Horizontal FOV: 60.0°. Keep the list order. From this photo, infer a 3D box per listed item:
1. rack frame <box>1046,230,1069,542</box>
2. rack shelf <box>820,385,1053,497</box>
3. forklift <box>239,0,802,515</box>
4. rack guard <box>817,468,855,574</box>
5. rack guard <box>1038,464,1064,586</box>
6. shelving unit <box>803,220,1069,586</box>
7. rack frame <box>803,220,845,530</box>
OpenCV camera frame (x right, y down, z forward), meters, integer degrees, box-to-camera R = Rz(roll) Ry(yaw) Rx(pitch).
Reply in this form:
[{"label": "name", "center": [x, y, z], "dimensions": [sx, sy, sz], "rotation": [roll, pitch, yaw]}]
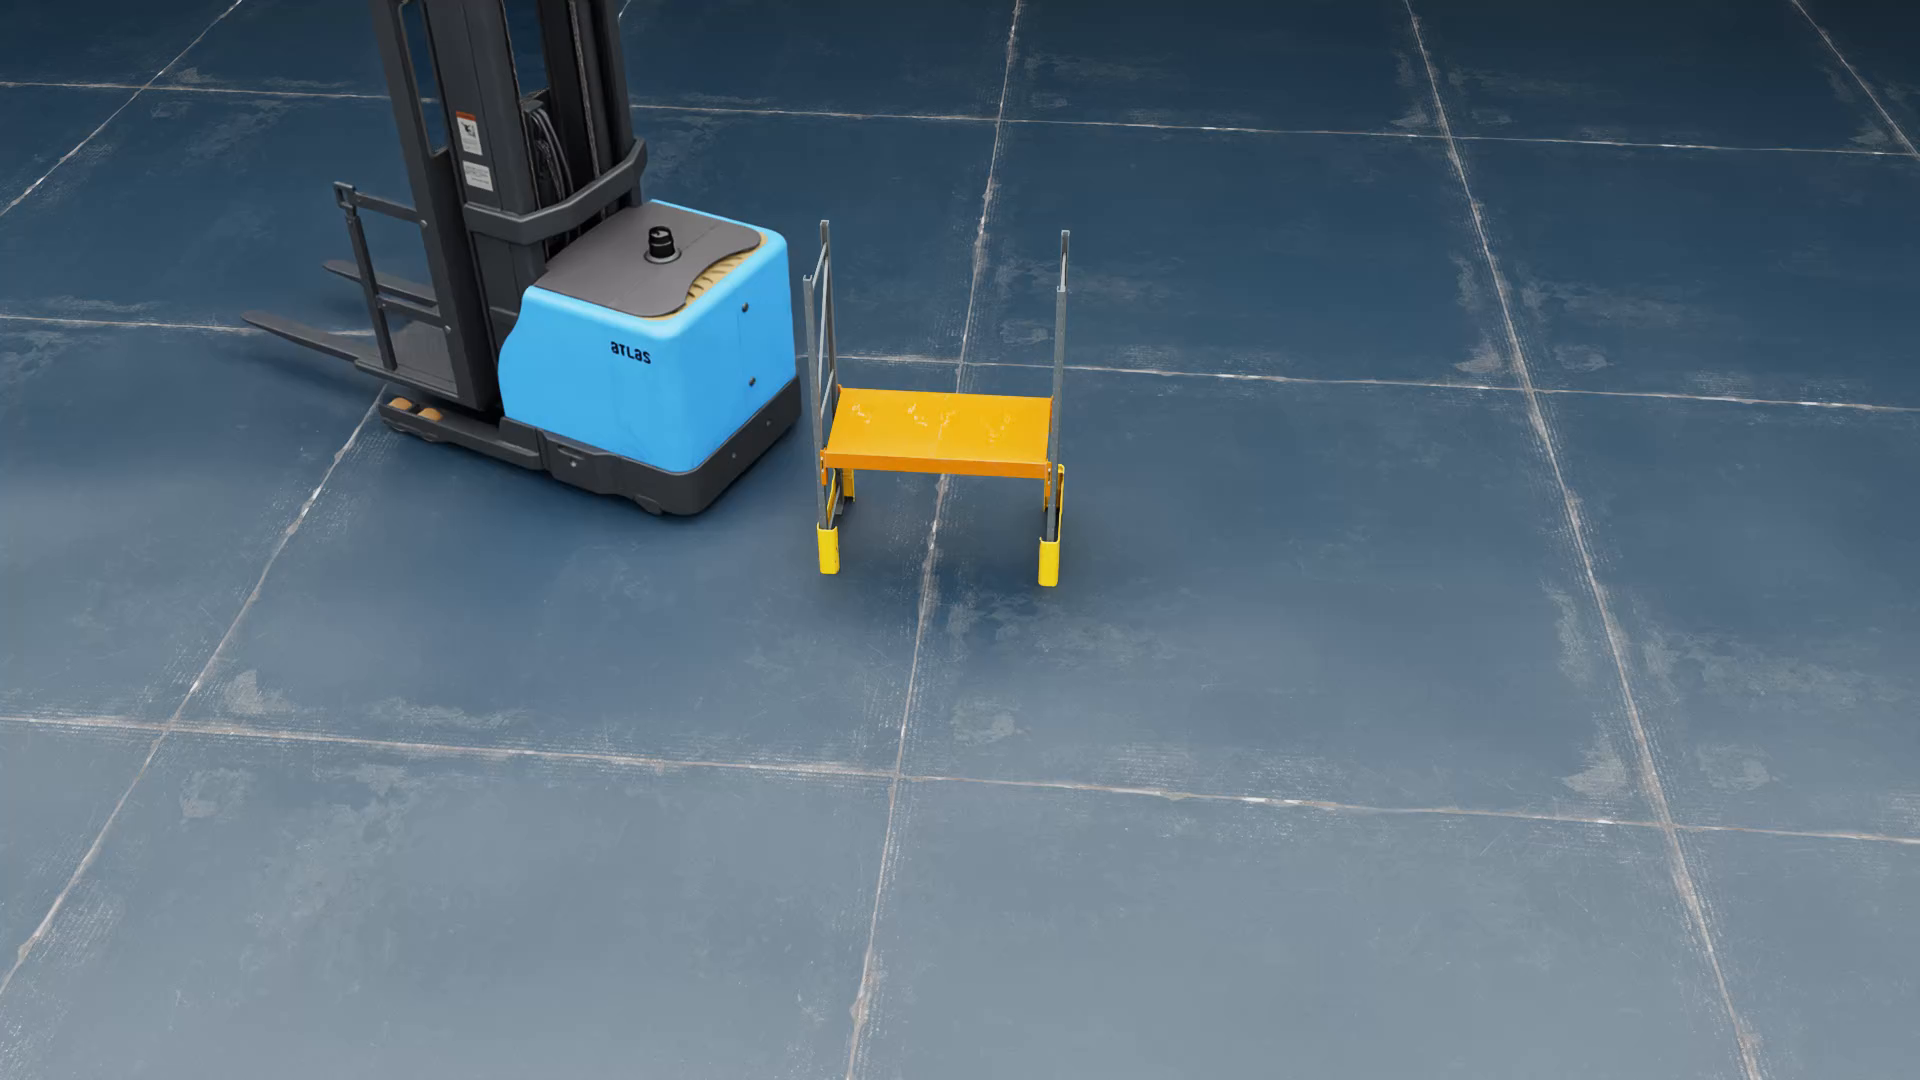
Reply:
[{"label": "rack frame", "center": [0.421, -0.559, 7.248], "dimensions": [0.032, 1.500, 0.500], "rotation": [3, 39, 4]}, {"label": "rack shelf", "center": [-0.085, -0.447, 7.396], "dimensions": [1.000, 0.185, 0.538], "rotation": [3, 39, 4]}, {"label": "forklift", "center": [-2.349, -1.907, 7.771], "dimensions": [3.031, 2.935, 1.130], "rotation": [18, 43, 21]}, {"label": "rack guard", "center": [-0.572, -0.128, 7.710], "dimensions": [0.087, 0.250, 0.587], "rotation": [3, 39, 4]}, {"label": "rack guard", "center": [0.420, -0.074, 7.643], "dimensions": [0.087, 0.250, 0.587], "rotation": [3, 39, 4]}, {"label": "shelving unit", "center": [-0.076, -0.586, 7.282], "dimensions": [1.083, 1.500, 0.587], "rotation": [3, 39, 4]}, {"label": "rack frame", "center": [-0.591, -0.614, 7.316], "dimensions": [0.032, 1.500, 0.500], "rotation": [3, 39, 4]}]
